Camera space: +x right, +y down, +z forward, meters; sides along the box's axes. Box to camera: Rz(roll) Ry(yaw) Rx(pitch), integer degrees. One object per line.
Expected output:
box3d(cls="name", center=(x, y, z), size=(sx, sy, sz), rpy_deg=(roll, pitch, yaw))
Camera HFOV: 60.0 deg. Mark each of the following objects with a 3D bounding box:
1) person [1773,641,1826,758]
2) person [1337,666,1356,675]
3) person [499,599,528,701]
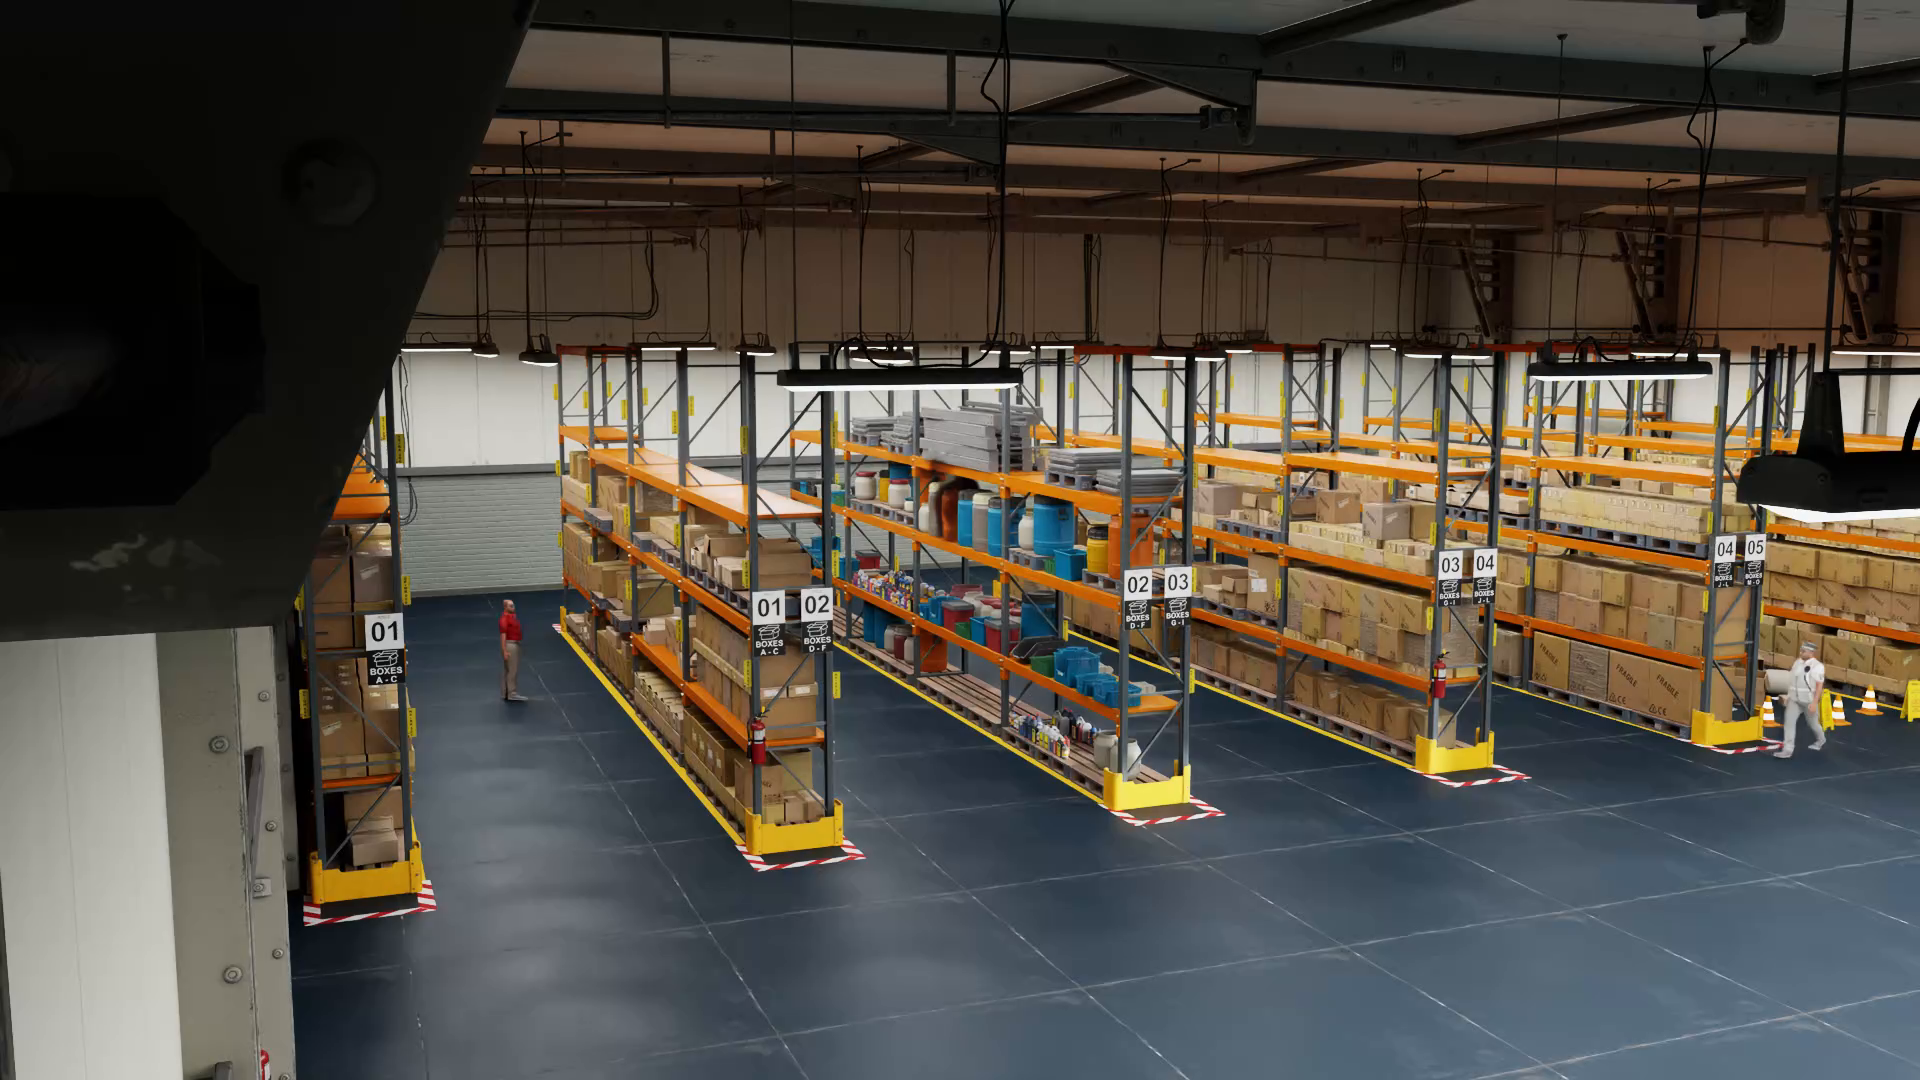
box3d(cls="person", center=(12.519, 2.347, 24.623), size=(1.000, 1.737, 0.511), rpy_deg=(-7, 10, -44))
box3d(cls="person", center=(7.163, 1.656, 30.488), size=(0.430, 1.643, 0.536), rpy_deg=(-1, 7, -6))
box3d(cls="person", center=(-7.663, 1.871, 28.469), size=(0.434, 1.733, 0.554), rpy_deg=(-2, 8, -18))
